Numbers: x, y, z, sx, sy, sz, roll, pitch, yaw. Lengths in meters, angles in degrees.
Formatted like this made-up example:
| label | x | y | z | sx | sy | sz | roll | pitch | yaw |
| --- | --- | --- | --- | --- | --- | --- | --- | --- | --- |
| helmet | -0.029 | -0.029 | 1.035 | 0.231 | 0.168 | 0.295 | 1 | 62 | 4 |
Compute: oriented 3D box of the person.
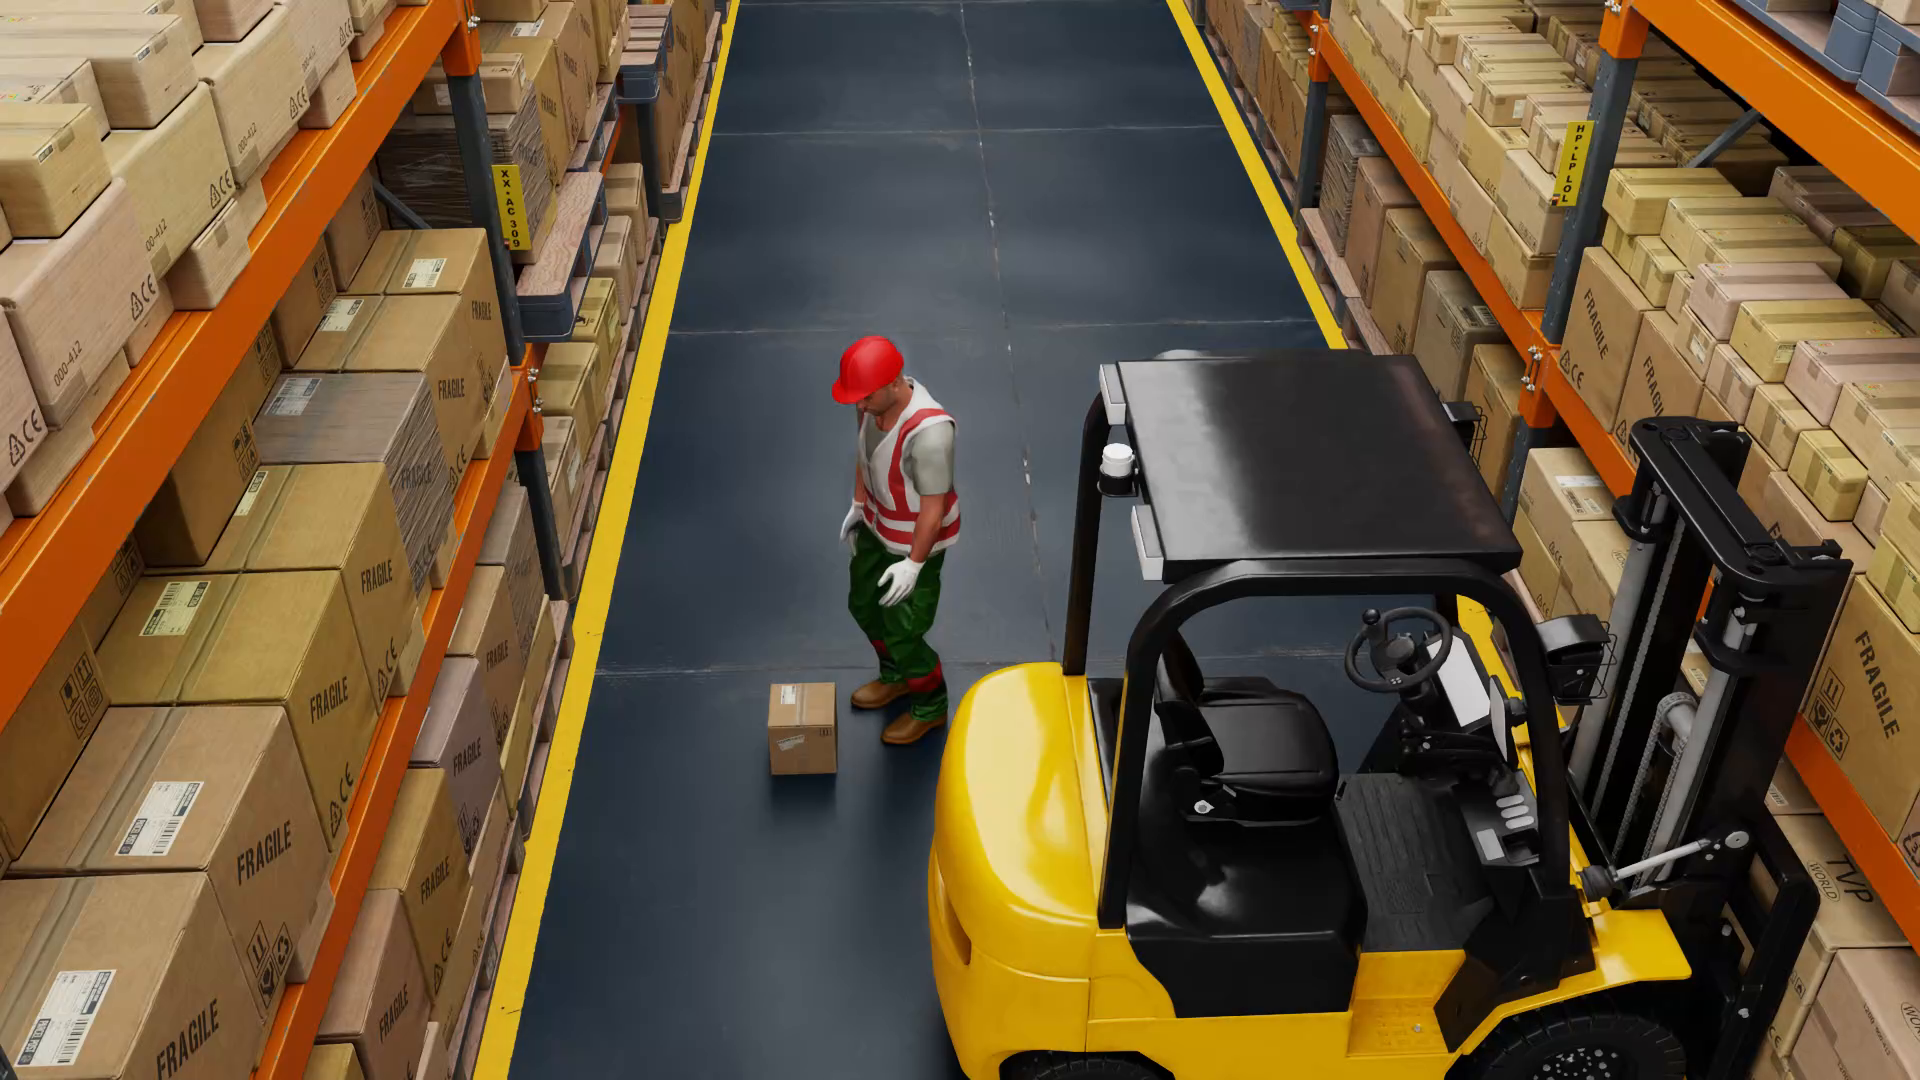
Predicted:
| label | x | y | z | sx | sy | sz | roll | pitch | yaw |
| --- | --- | --- | --- | --- | --- | --- | --- | --- | --- |
| person | -0.235 | 0.004 | 6.167 | 0.459 | 1.735 | 0.544 | -19 | 39 | -24 |
